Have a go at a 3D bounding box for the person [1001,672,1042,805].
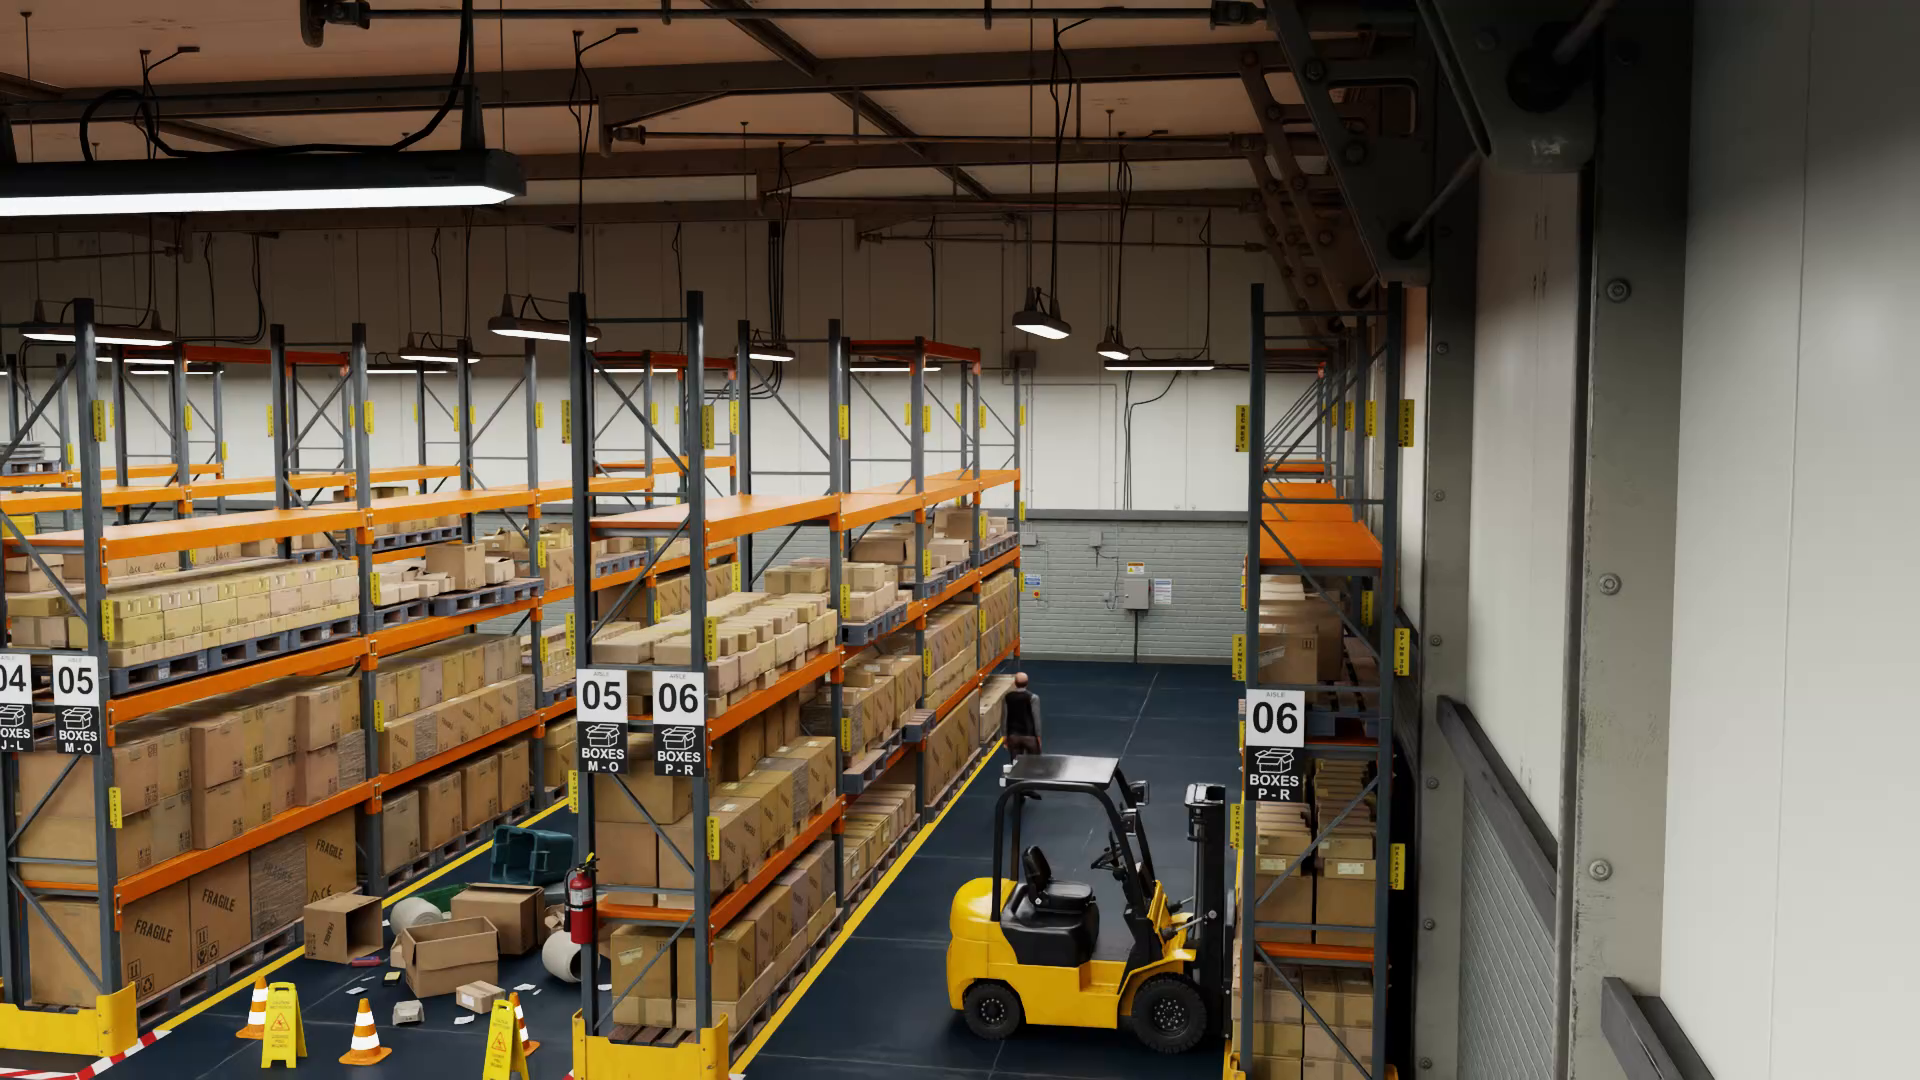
[{"bbox_3d":[0.796,2.569,21.551,0.571,1.712,0.479,2,5,19],"label":"person"}]
